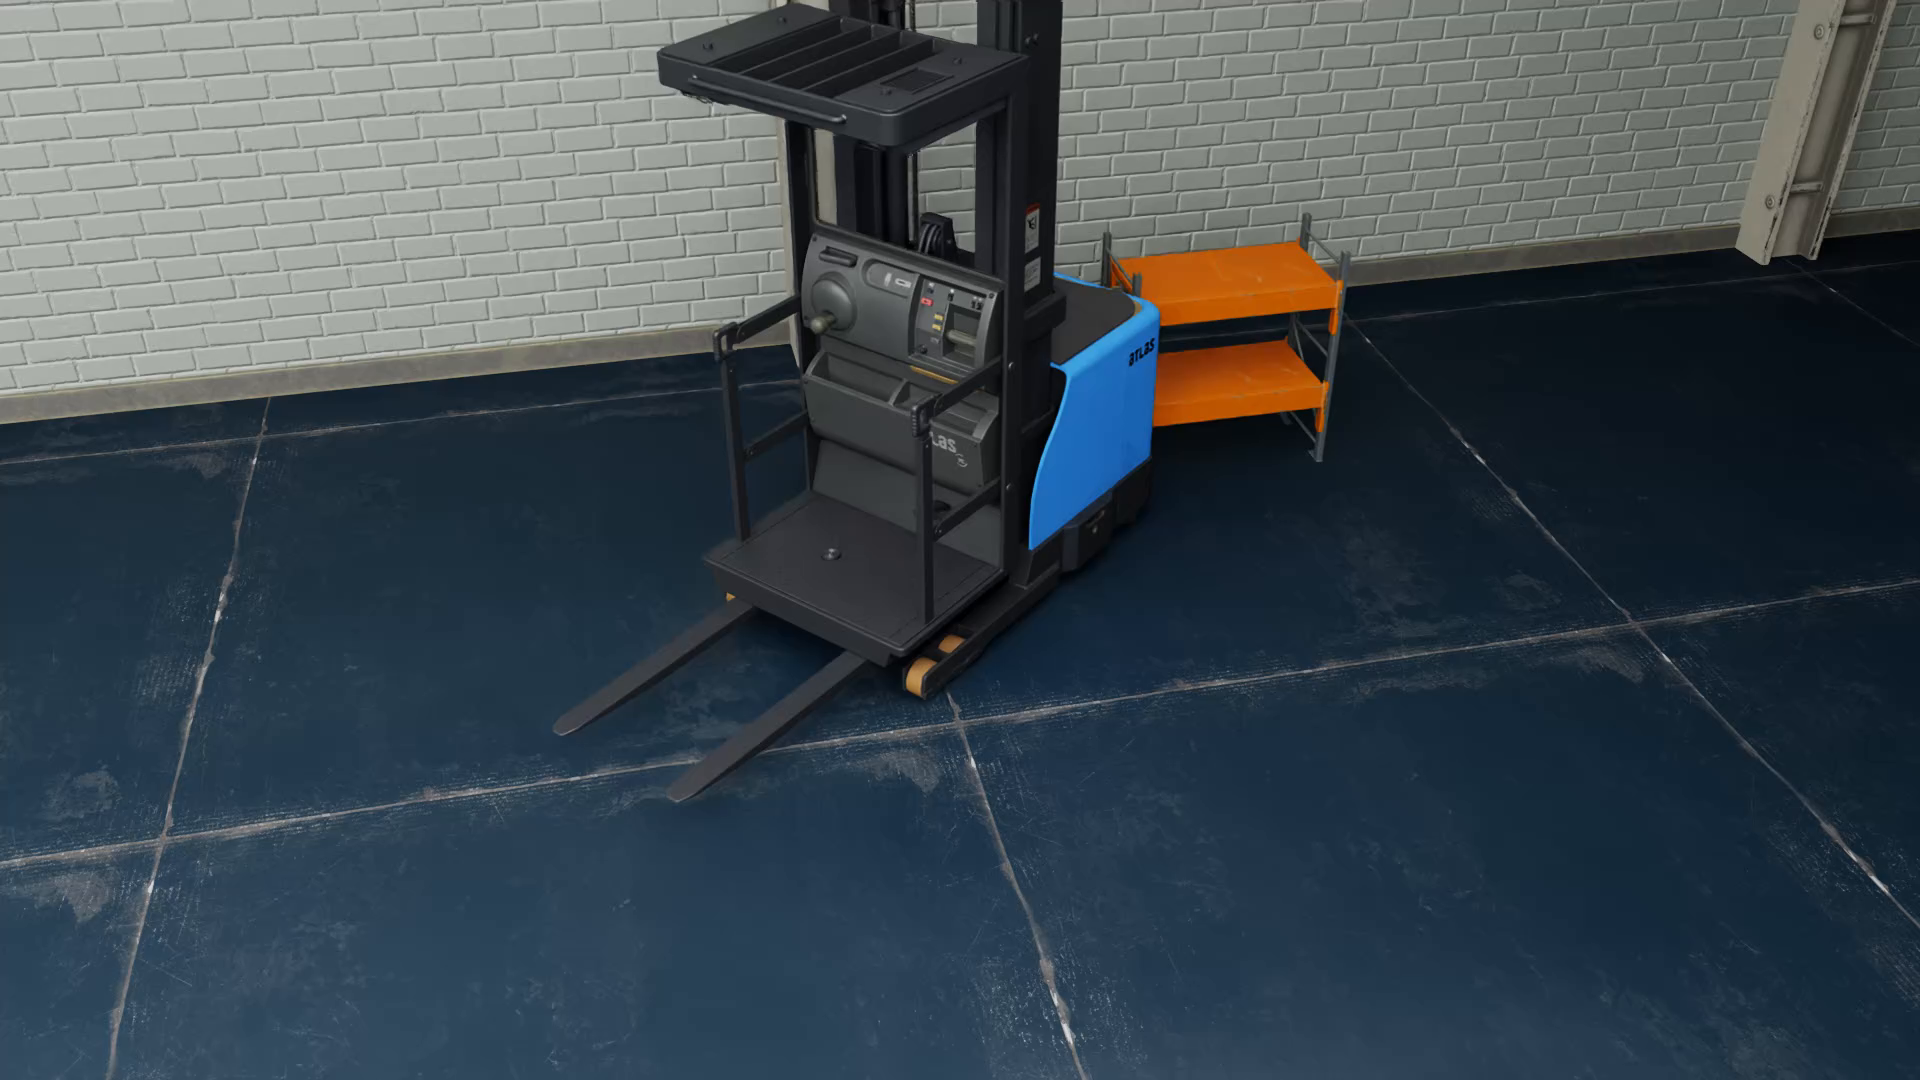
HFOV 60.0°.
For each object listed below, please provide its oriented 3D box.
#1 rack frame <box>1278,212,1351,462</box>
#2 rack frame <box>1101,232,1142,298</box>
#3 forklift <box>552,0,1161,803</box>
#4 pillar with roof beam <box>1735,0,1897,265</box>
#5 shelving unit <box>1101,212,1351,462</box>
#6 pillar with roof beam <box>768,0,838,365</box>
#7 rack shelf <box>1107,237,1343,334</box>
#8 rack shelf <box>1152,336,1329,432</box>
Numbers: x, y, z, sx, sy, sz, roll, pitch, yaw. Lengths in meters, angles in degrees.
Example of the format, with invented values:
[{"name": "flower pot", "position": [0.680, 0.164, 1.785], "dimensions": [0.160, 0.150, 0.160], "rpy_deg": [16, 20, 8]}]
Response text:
[{"name": "rack frame", "position": [1.743, -0.994, 8.221], "dimensions": [0.032, 1.125, 0.500], "rpy_deg": [-7, 35, -11]}, {"name": "rack frame", "position": [0.753, -0.865, 8.029], "dimensions": [0.032, 1.125, 0.500], "rpy_deg": [-7, 35, -11]}, {"name": "forklift", "position": [-0.374, -0.880, 6.431], "dimensions": [1.130, 2.935, 3.031], "rpy_deg": [23, 40, 30]}, {"name": "pillar with roof beam", "position": [6.065, -3.205, 4.451], "dimensions": [0.400, 9.000, 9.100], "rpy_deg": [-7, 35, -11]}, {"name": "shelving unit", "position": [1.248, -0.929, 8.125], "dimensions": [1.048, 1.125, 0.538], "rpy_deg": [-7, 35, -11]}, {"name": "pillar with roof beam", "position": [0.213, -2.468, 3.352], "dimensions": [0.400, 9.000, 9.100], "rpy_deg": [-7, 35, -11]}, {"name": "rack shelf", "position": [1.248, -1.172, 7.962], "dimensions": [1.000, 0.278, 0.538], "rpy_deg": [-7, 35, -11]}, {"name": "rack shelf", "position": [1.248, -0.726, 8.262], "dimensions": [1.000, 0.278, 0.538], "rpy_deg": [-7, 35, -11]}]
